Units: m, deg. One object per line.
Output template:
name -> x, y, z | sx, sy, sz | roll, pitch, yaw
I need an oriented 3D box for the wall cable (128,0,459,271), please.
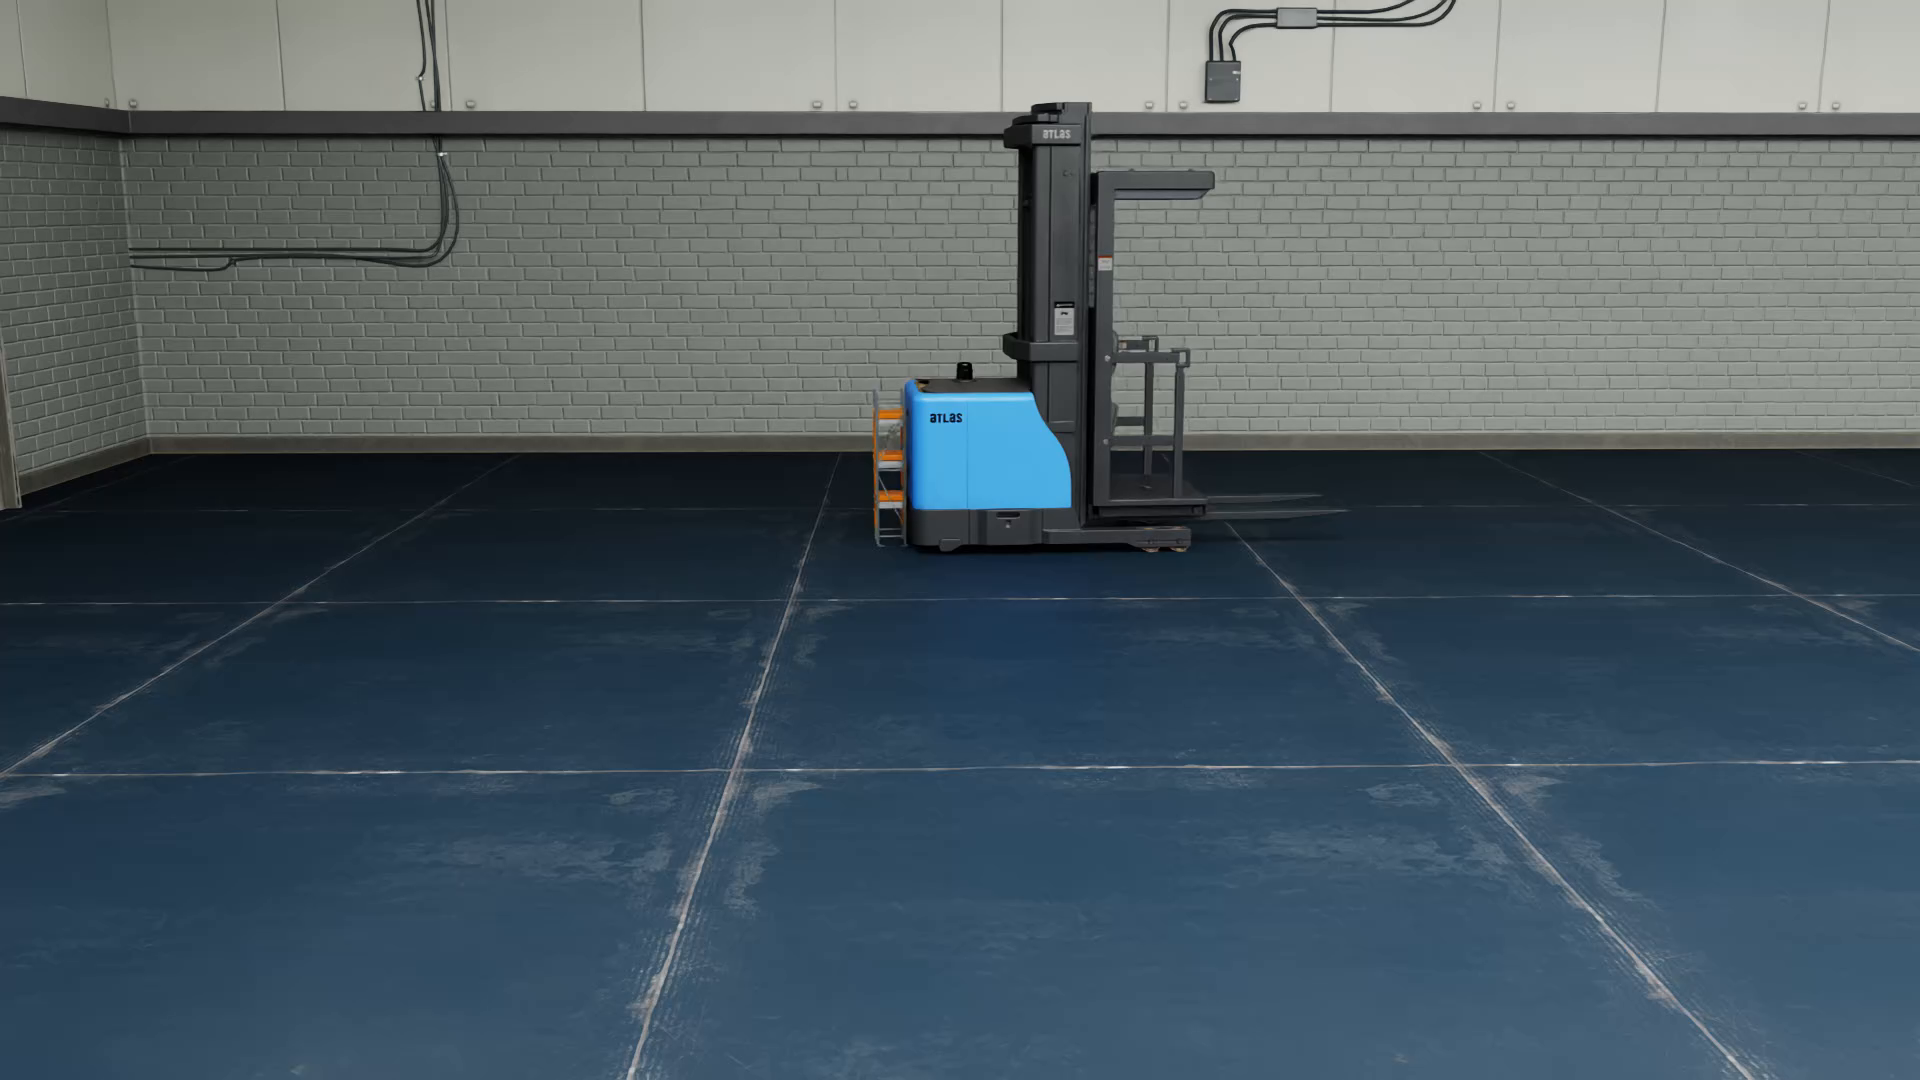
wall cable -> -6.114, -3.695, 14.948 | 3.097, 2.526, 0.112 | 0, 11, -1

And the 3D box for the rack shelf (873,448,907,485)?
rack shelf -> -0.481, -0.484, 11.357 | 0.215, 0.259, 0.240 | -1, 12, -6

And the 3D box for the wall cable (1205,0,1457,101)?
wall cable -> 3.378, -6.919, 14.478 | 2.305, 6.003, 0.169 | 0, 11, -1

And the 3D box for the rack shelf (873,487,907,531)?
rack shelf -> -0.481, -0.212, 11.413 | 0.215, 0.259, 0.240 | -1, 12, -6

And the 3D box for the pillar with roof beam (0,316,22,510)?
pillar with roof beam -> -3.071, -4.643, 11.813 | 9.100, 9.000, 0.400 | 0, 11, -1

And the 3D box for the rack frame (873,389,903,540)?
rack frame -> -0.493, -0.518, 11.474 | 0.200, 1.050, 0.008 | -1, 12, -6

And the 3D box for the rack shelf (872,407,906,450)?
rack shelf -> -0.481, -0.762, 11.301 | 0.215, 0.259, 0.240 | -1, 12, -6

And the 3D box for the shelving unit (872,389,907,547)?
shelving unit -> -0.481, -0.494, 11.355 | 0.215, 1.050, 0.252 | -1, 12, -6

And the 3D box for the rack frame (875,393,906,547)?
rack frame -> -0.468, -0.470, 11.236 | 0.200, 1.050, 0.008 | -1, 12, -6

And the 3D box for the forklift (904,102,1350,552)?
forklift -> 1.142, -1.457, 11.370 | 3.031, 2.935, 1.130 | -1, 12, -5
